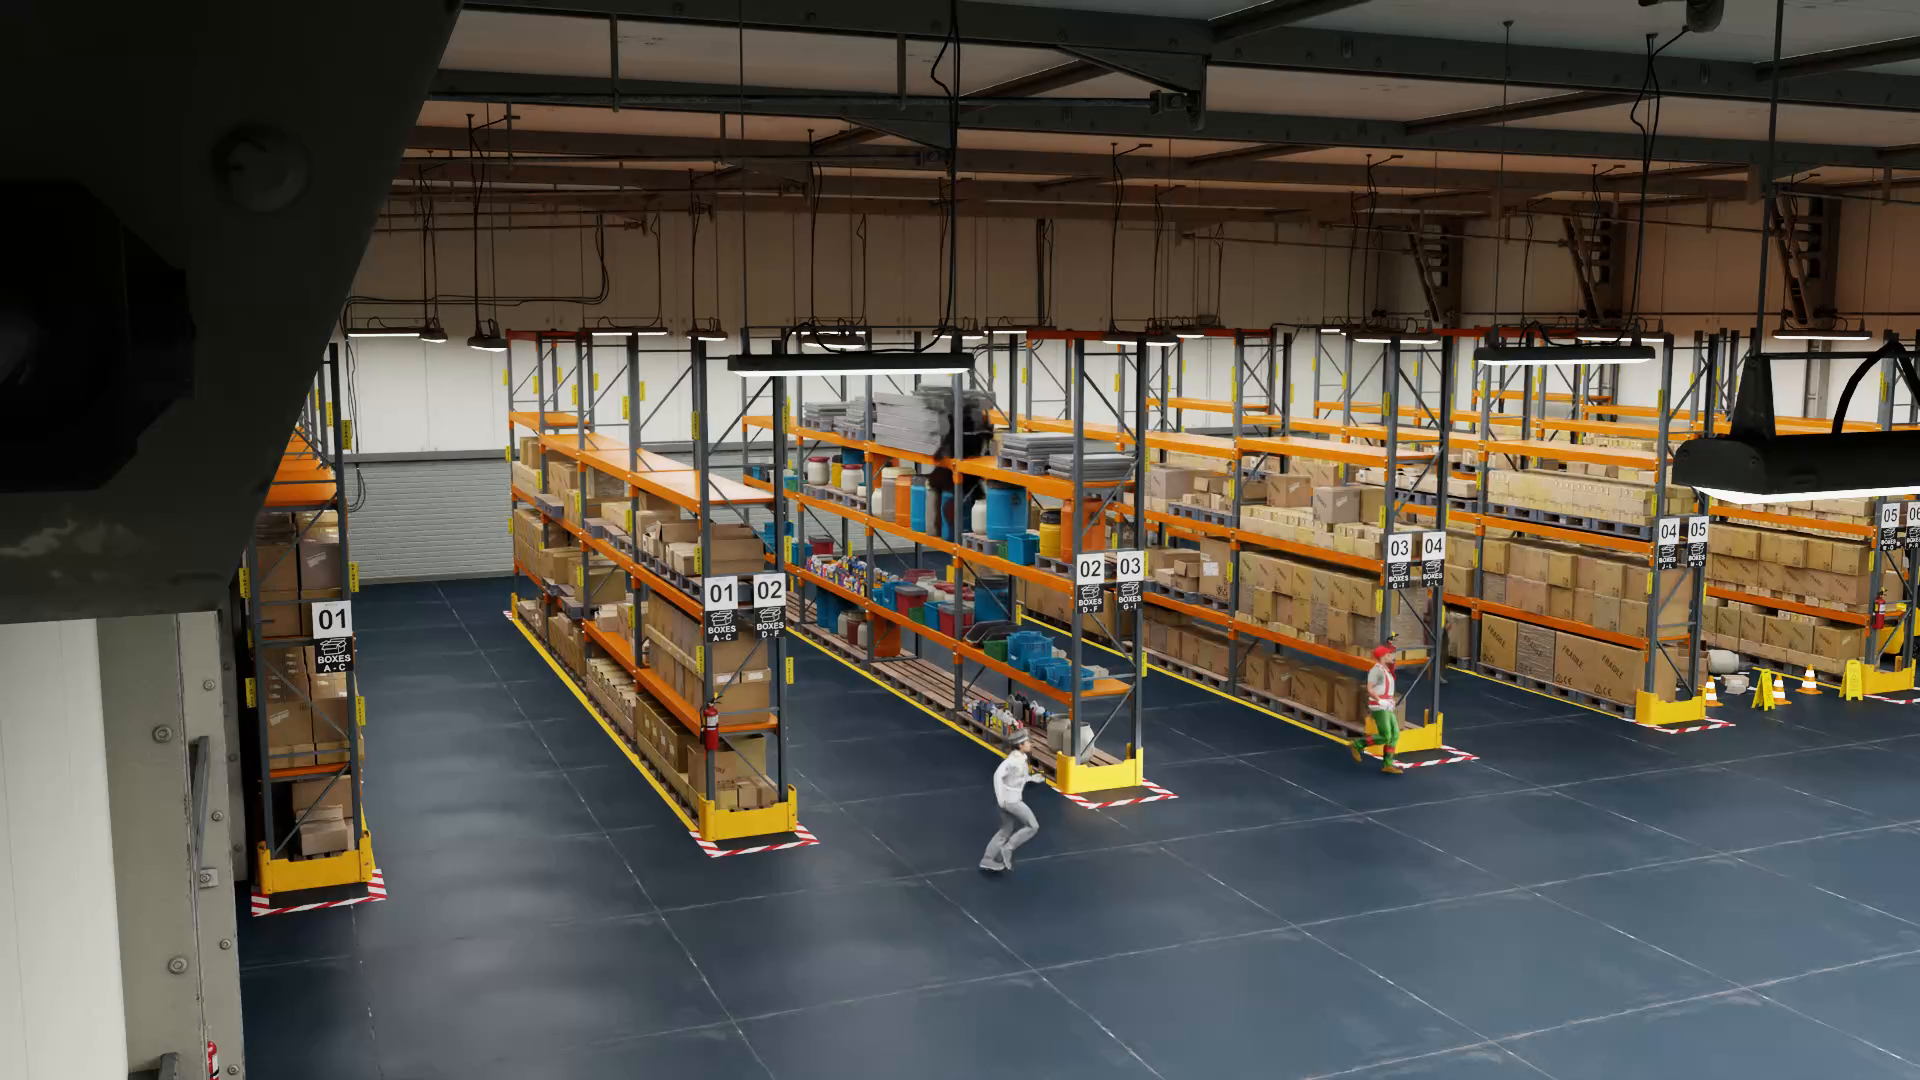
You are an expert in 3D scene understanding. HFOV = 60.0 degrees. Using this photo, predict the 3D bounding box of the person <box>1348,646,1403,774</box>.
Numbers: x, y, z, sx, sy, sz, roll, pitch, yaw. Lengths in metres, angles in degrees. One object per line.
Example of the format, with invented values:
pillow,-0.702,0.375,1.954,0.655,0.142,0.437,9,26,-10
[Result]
person,5.869,2.334,23.177,0.767,1.724,0.712,4,9,27

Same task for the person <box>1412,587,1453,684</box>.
person,8.141,1.581,28.623,0.709,1.737,0.757,-6,10,-37

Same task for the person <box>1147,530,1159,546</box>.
person,4.983,-0.262,42.038,0.865,1.802,0.669,-3,8,-20

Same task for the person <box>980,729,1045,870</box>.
person,0.591,2.940,18.861,0.742,1.613,0.569,-1,8,-5
